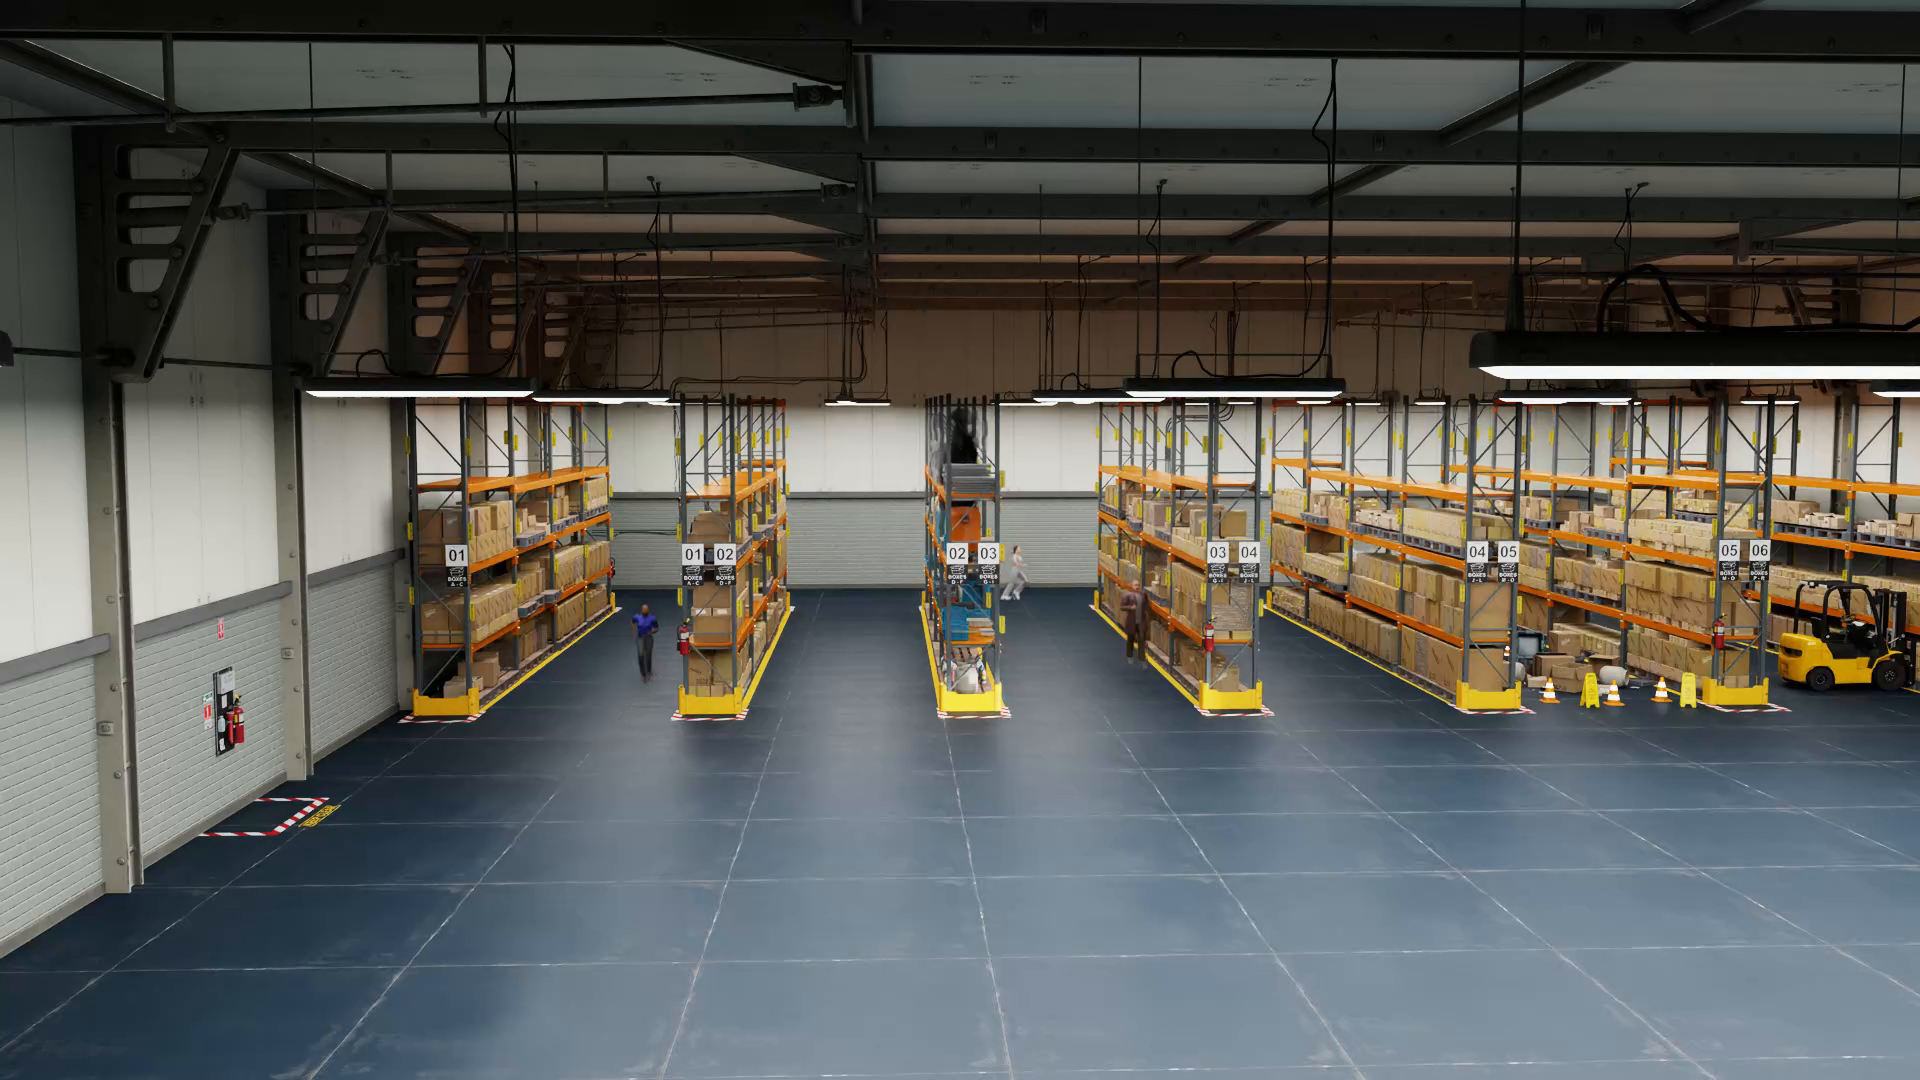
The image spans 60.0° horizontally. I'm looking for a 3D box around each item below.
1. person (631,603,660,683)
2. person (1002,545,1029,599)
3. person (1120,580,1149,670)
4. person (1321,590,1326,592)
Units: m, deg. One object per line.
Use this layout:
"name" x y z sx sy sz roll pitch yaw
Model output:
"person" -6.630 2.148 35.071 0.589 1.676 0.840 -1 5 -9
"person" 1.681 0.965 49.619 0.827 1.627 0.577 2 5 25
"person" 3.700 1.761 34.996 0.697 1.842 0.860 -1 5 -10
"person" 10.956 0.906 50.045 0.671 1.748 0.700 -2 5 -25
